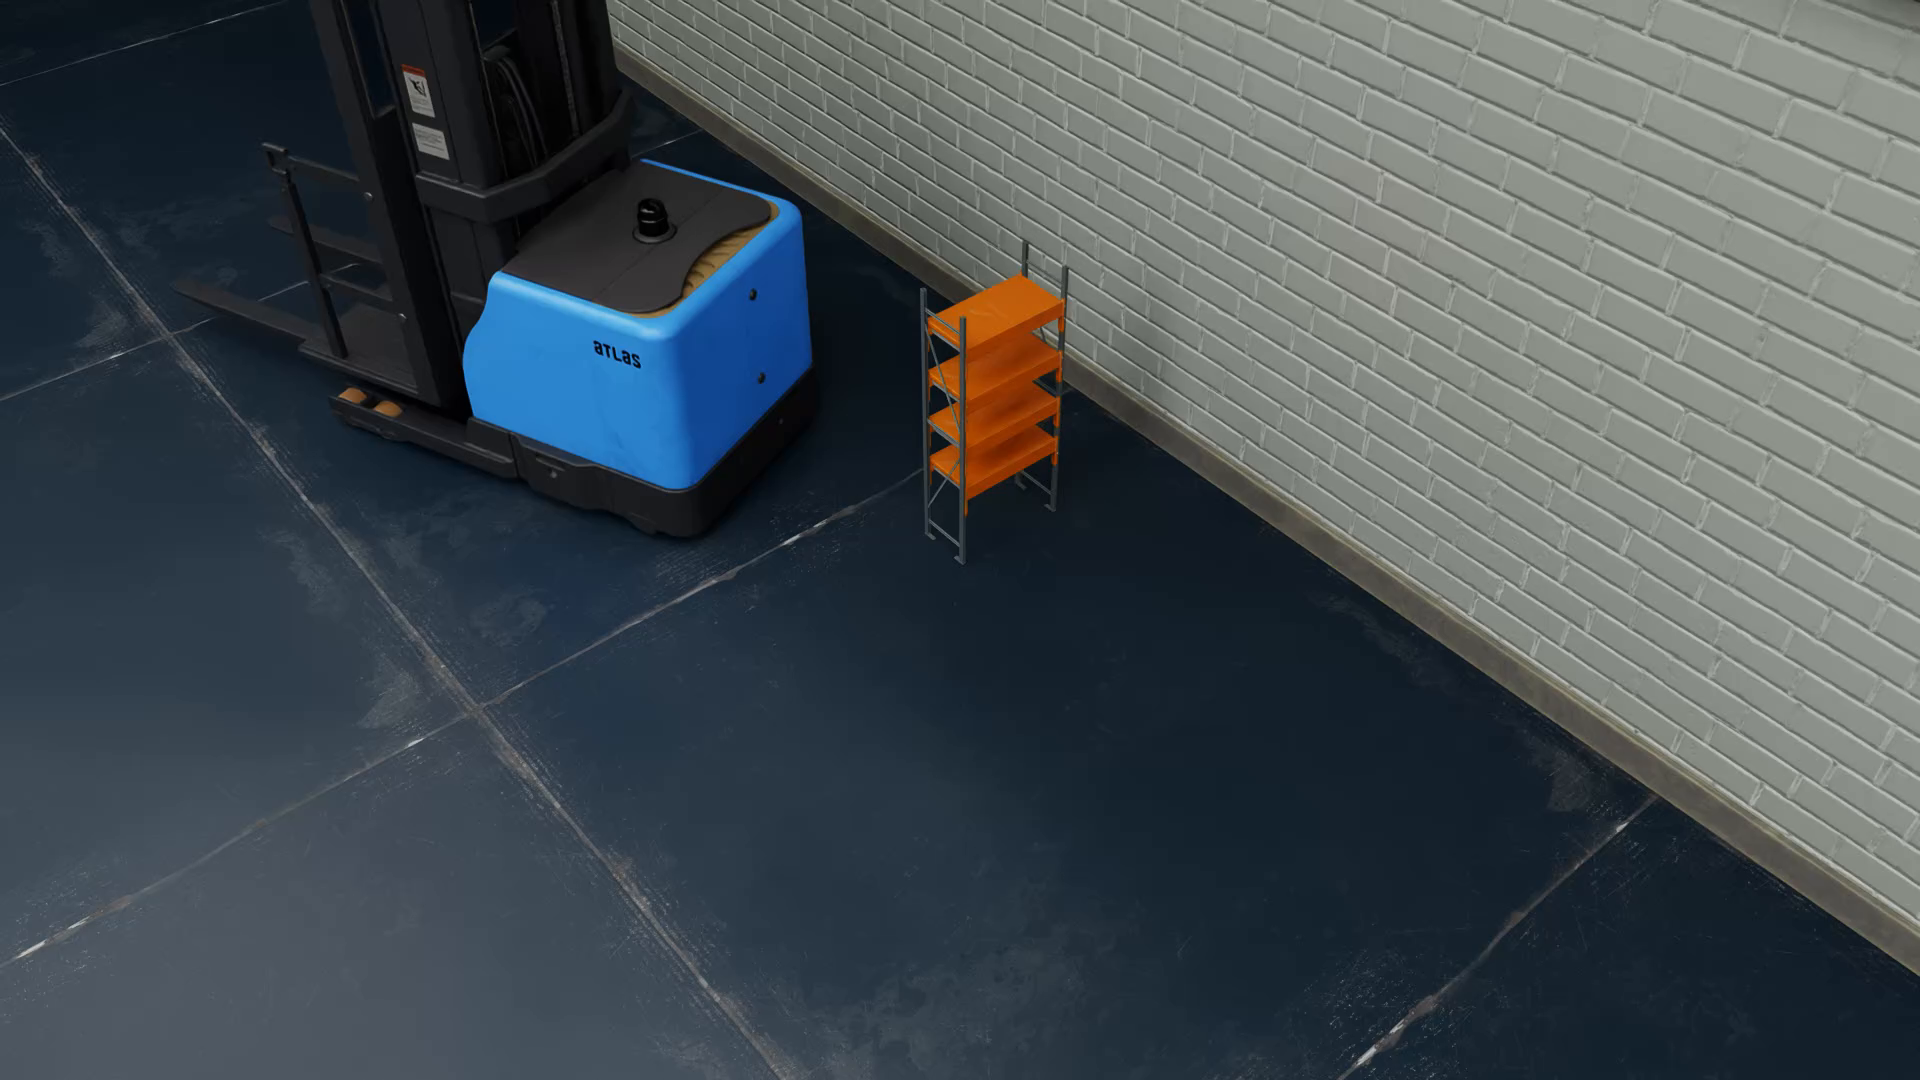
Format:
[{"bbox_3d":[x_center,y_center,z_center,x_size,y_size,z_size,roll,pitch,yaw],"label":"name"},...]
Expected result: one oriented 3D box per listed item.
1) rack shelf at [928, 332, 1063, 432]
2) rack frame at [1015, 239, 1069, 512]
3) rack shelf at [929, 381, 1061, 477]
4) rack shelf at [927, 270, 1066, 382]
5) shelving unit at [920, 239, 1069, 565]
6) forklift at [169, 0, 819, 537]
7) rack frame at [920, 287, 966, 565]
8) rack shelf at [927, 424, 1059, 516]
[{"bbox_3d":[0.127,-0.624,6.310,0.480,0.148,0.258,-30,51,-28],"label":"rack shelf"},{"bbox_3d":[0.314,-0.617,6.531,0.015,1.200,0.240,-30,51,-28],"label":"rack frame"},{"bbox_3d":[0.127,-0.461,6.463,0.480,0.148,0.258,-30,51,-28],"label":"rack shelf"},{"bbox_3d":[0.127,-0.796,6.148,0.480,0.148,0.258,-30,51,-28],"label":"rack shelf"},{"bbox_3d":[0.127,-0.510,6.417,0.503,1.200,0.258,-30,51,-28],"label":"shelving unit"},{"bbox_3d":[-2.162,-1.803,6.529,3.031,2.935,1.130,20,47,20],"label":"forklift"},{"bbox_3d":[-0.060,-0.403,6.303,0.015,1.200,0.240,-30,51,-28],"label":"rack frame"},{"bbox_3d":[0.127,-0.316,6.599,0.480,0.148,0.258,-30,51,-28],"label":"rack shelf"}]
